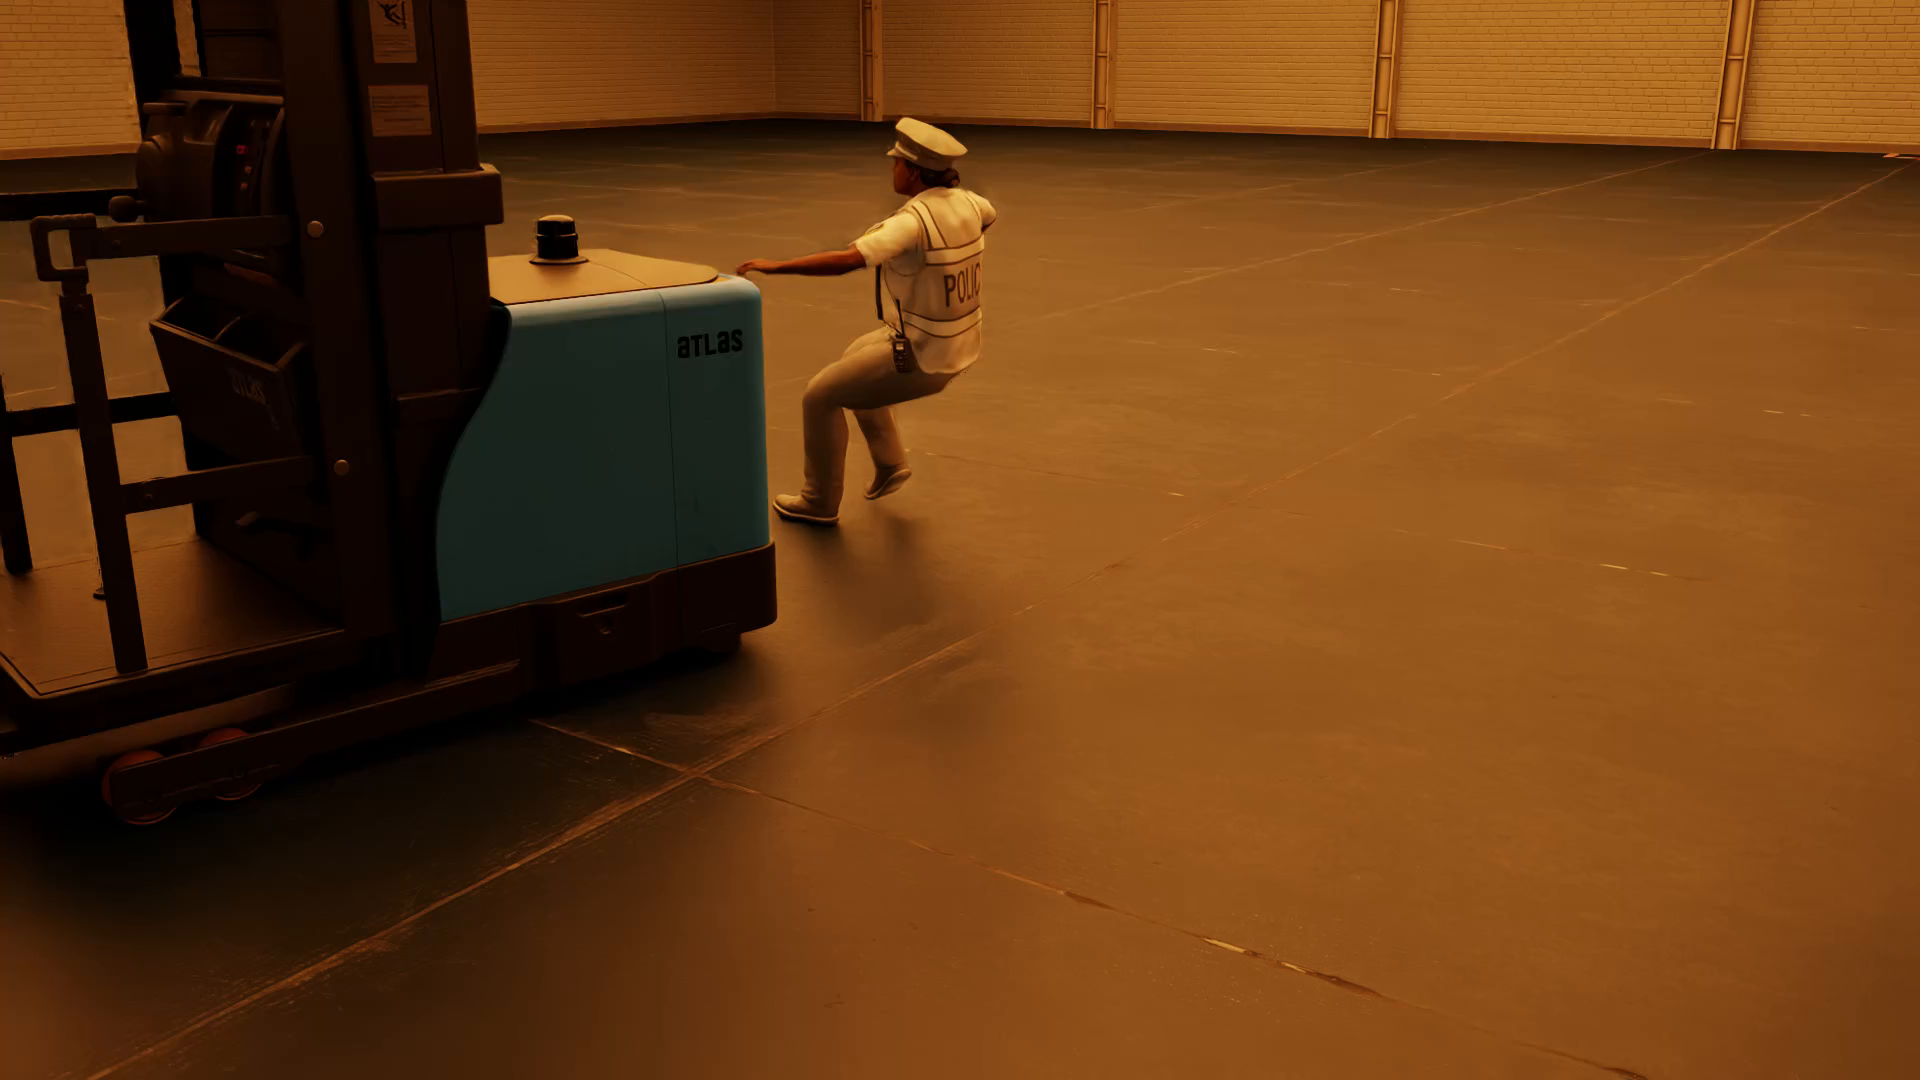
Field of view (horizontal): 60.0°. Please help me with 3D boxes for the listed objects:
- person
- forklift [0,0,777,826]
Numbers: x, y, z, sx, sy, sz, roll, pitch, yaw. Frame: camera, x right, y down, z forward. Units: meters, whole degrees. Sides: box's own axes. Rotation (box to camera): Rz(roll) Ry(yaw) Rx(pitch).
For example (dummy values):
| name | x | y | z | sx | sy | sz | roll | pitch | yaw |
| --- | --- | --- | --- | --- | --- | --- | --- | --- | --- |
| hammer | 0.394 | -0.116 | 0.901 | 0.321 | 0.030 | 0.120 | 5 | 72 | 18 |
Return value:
| name | x | y | z | sx | sy | sz | roll | pitch | yaw |
| --- | --- | --- | --- | --- | --- | --- | --- | --- | --- |
| person | -0.300 | -0.774 | 5.967 | 0.826 | 1.458 | 0.987 | 7 | 18 | 22 |
| forklift | -1.979 | -0.925 | 3.925 | 3.031 | 2.935 | 1.130 | -14 | 22 | -39 |
